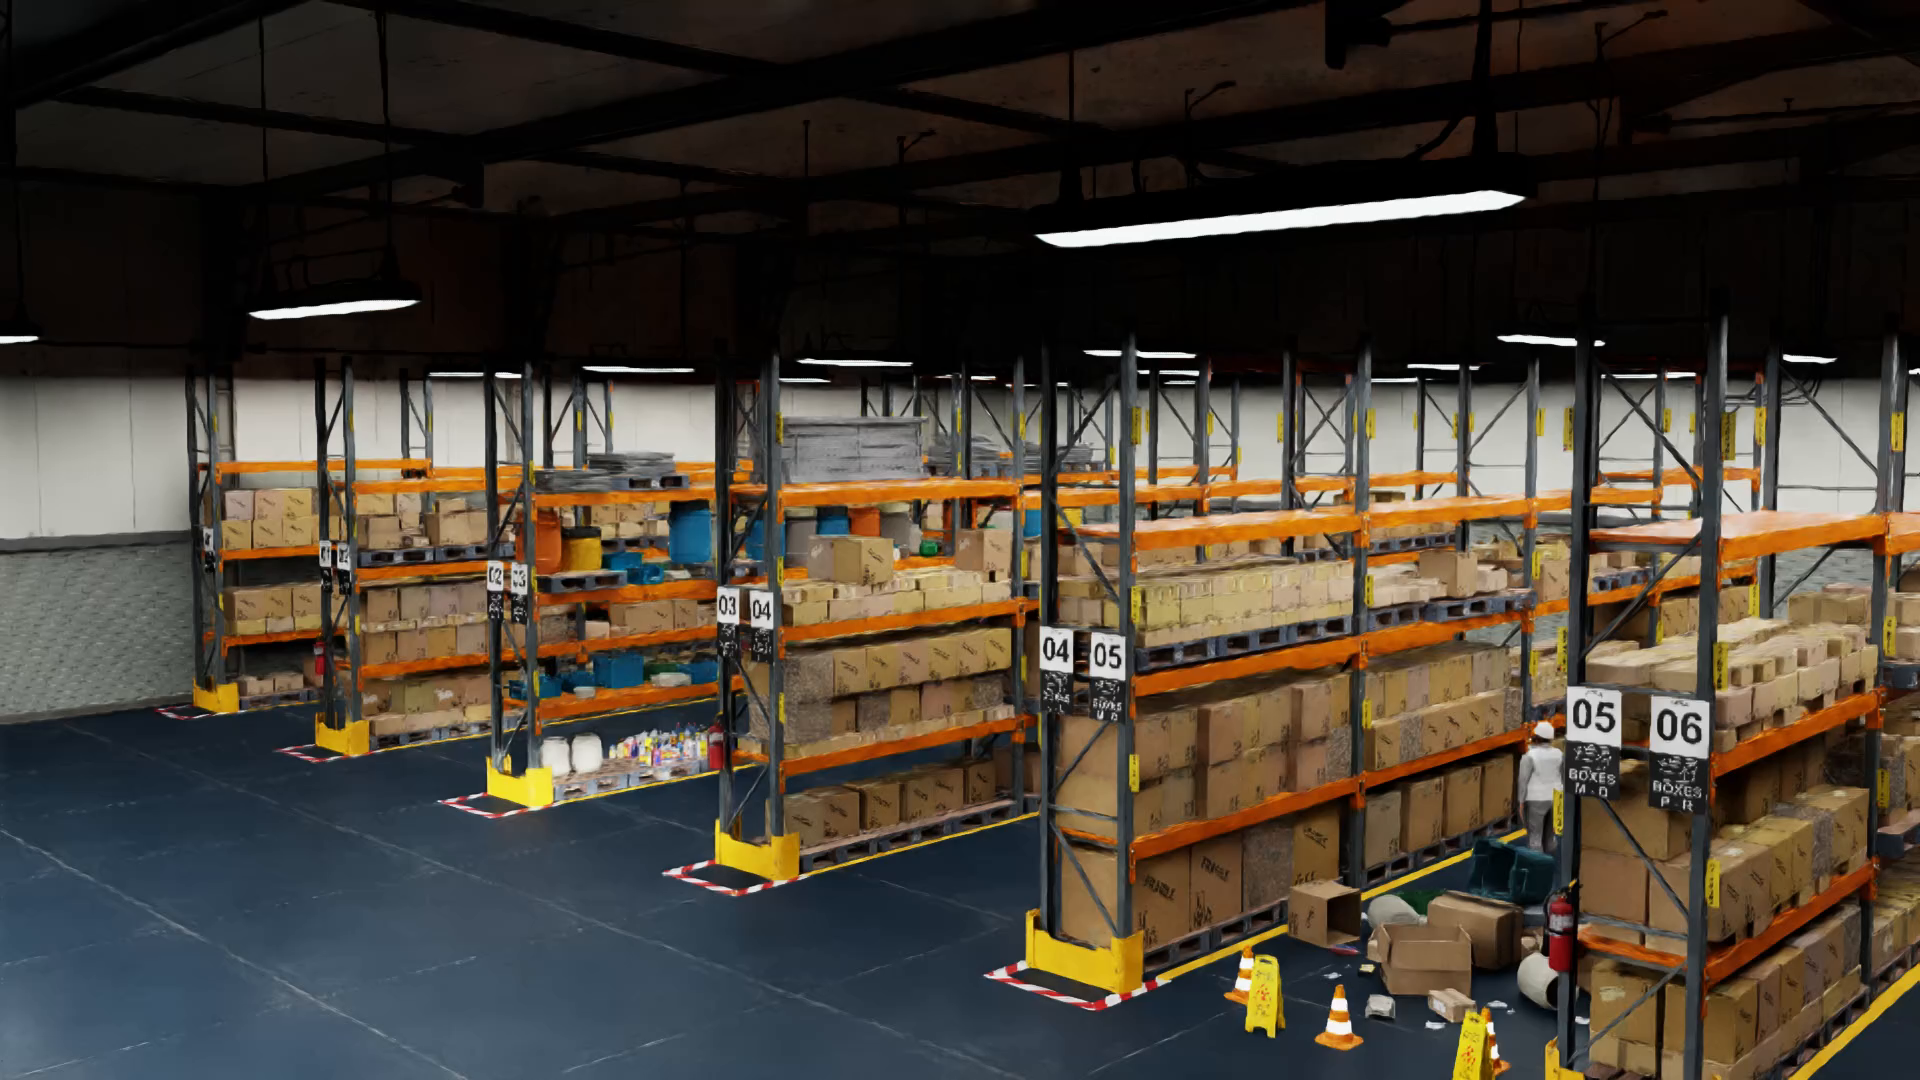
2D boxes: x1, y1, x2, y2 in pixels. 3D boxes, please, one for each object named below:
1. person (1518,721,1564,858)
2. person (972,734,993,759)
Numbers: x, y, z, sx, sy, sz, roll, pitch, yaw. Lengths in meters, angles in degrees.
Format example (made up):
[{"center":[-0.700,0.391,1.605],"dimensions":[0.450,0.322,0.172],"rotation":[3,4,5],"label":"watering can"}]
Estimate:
[{"center":[6.368,2.858,18.320],"dimensions":[0.578,1.763,0.499],"rotation":[-1,5,-15],"label":"person"},{"center":[0.230,2.594,23.488],"dimensions":[1.036,1.517,0.417],"rotation":[-4,6,-43],"label":"person"}]
